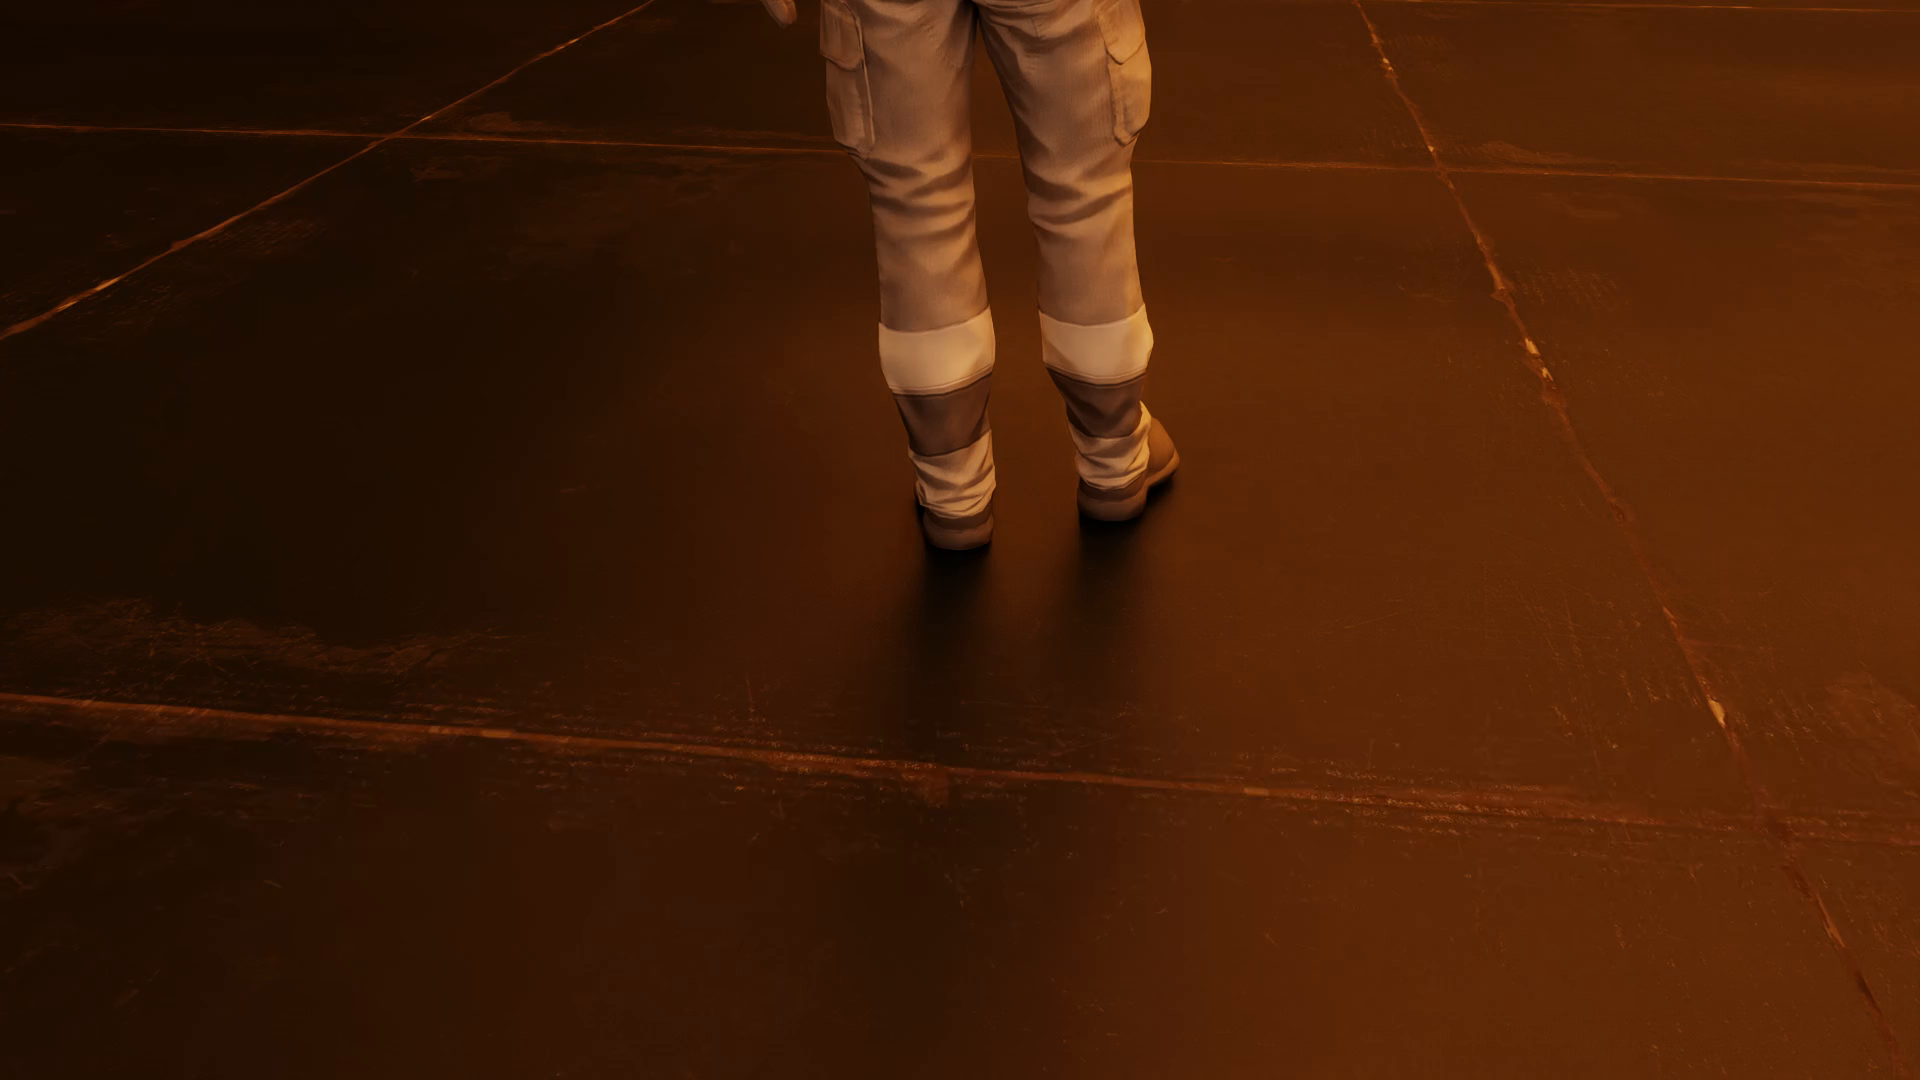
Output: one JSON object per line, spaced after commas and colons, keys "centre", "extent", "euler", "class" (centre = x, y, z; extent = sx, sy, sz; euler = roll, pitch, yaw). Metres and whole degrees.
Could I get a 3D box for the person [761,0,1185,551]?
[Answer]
{"centre": [0.023, -0.842, 2.168], "extent": [0.637, 1.790, 0.562], "euler": [3, 27, 7], "class": "person"}
